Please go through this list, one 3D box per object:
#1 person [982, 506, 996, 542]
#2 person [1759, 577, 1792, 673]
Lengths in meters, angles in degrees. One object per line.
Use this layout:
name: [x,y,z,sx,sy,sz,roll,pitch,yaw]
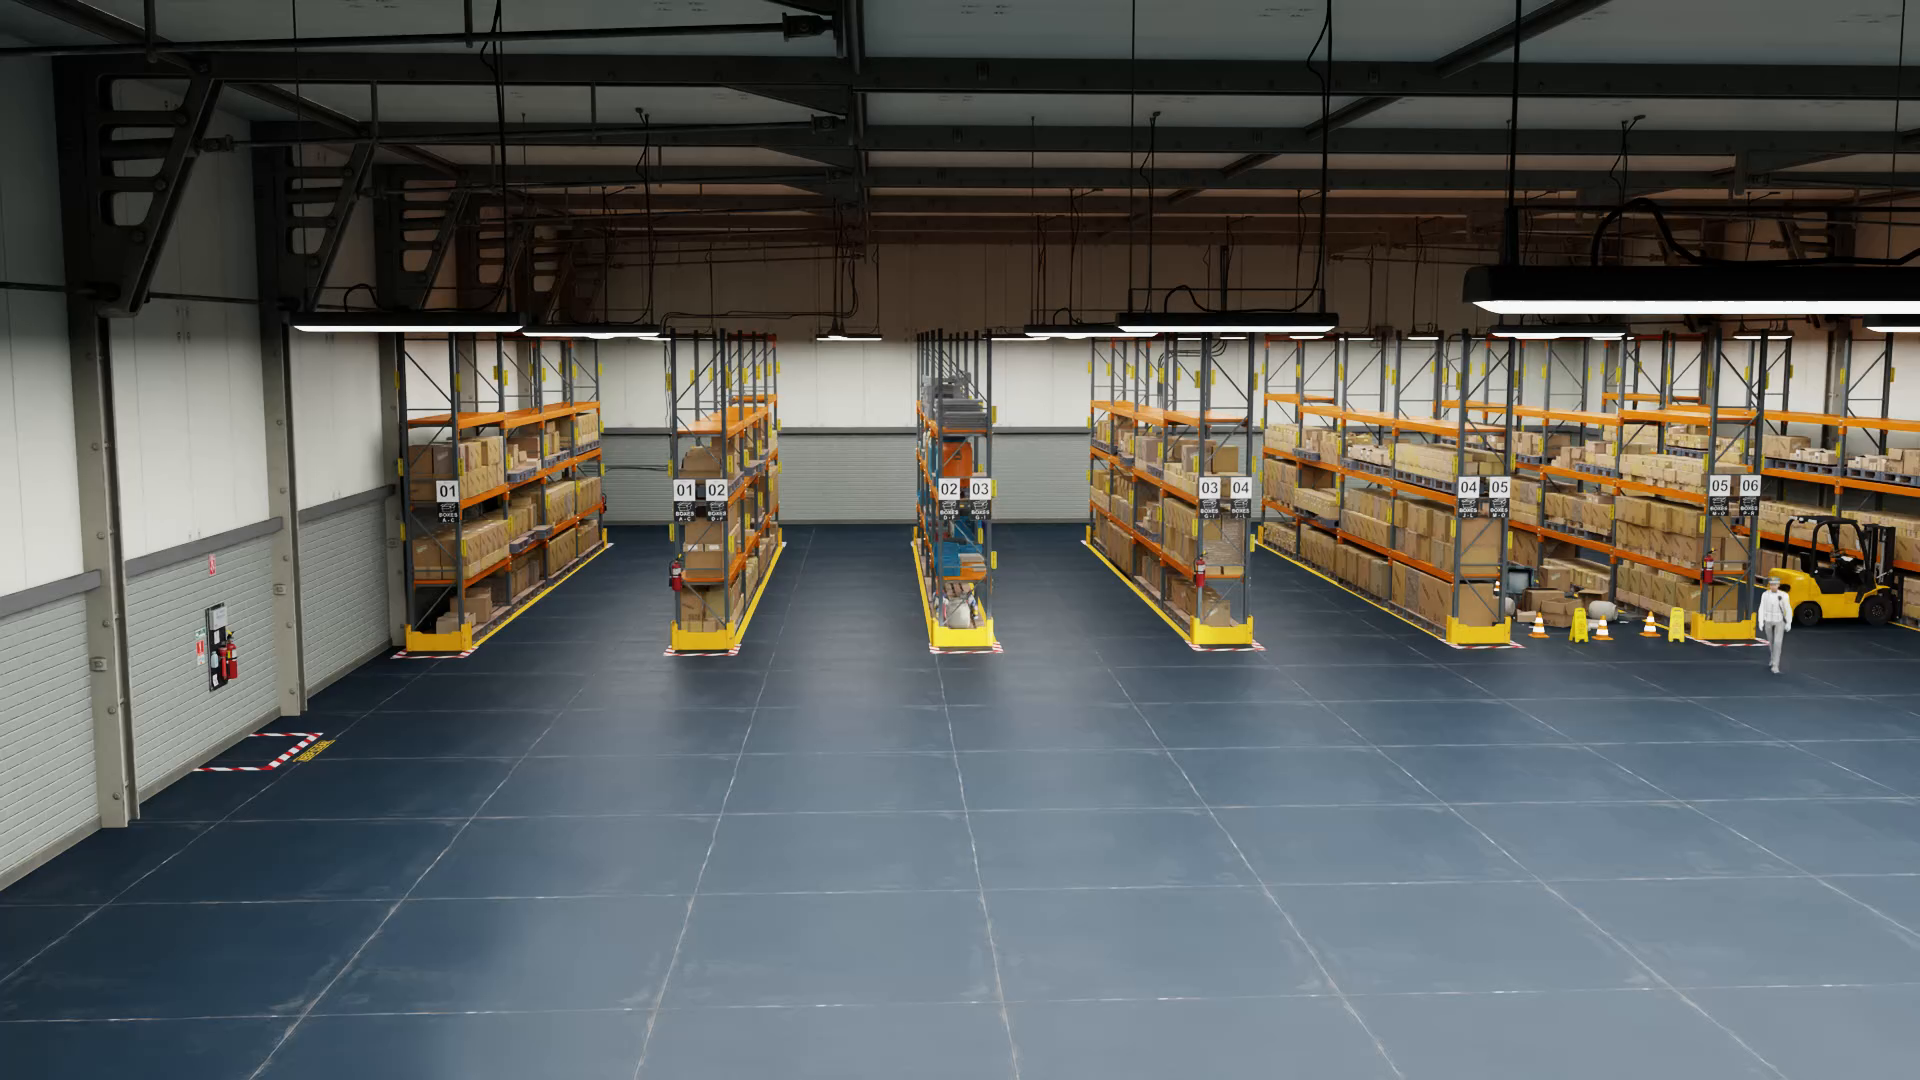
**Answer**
person: [0.757,-0.764,48.122,0.994,1.578,0.488,7,9,44]
person: [14.298,1.456,29.220,0.870,1.620,0.511,-7,9,-44]
